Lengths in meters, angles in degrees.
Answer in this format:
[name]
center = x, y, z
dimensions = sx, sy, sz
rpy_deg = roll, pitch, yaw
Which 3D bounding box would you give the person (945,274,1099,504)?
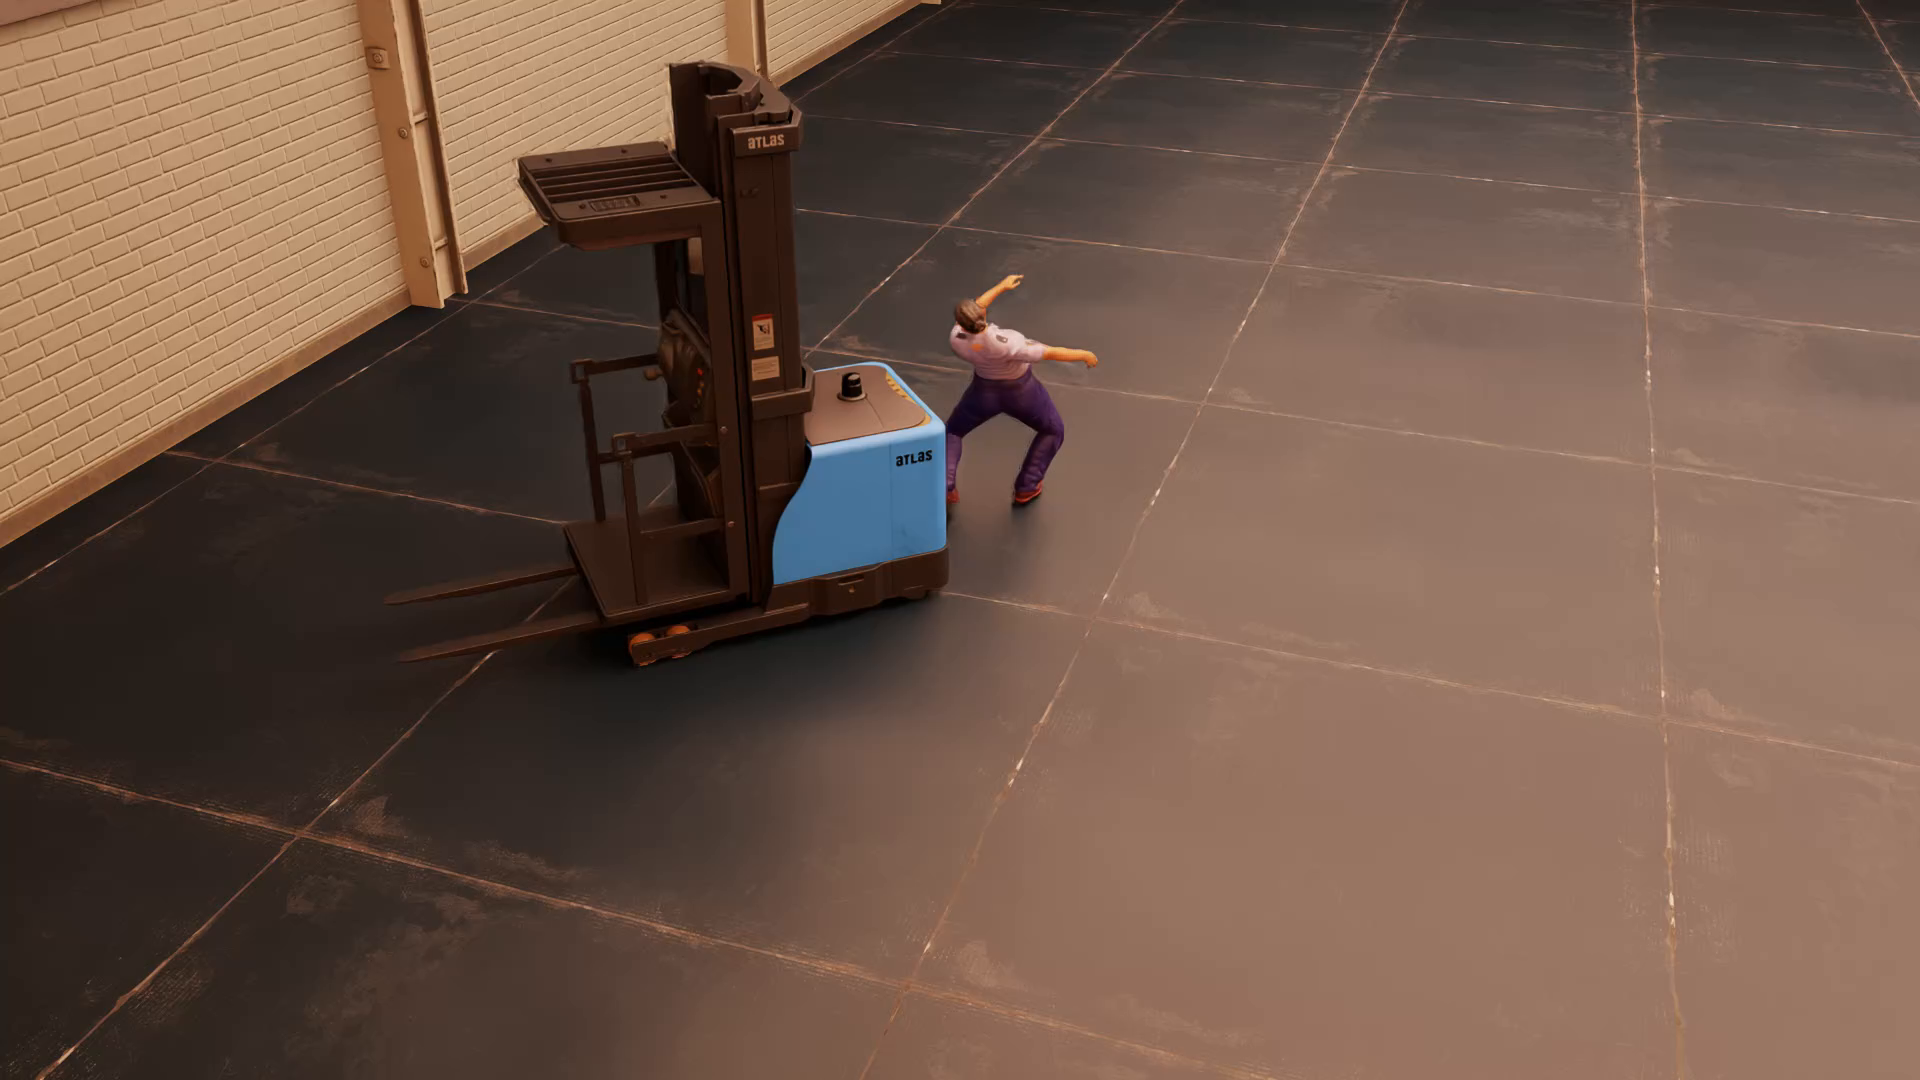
[person]
center = 0.343, -0.870, 10.158
dimensions = 0.976, 1.405, 0.723
rpy_deg = 4, 30, 7

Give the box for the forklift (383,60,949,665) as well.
[forklift]
center = -1.628, -0.901, 8.717
dimensions = 3.031, 2.935, 1.130
rpy_deg = -12, 32, -20
